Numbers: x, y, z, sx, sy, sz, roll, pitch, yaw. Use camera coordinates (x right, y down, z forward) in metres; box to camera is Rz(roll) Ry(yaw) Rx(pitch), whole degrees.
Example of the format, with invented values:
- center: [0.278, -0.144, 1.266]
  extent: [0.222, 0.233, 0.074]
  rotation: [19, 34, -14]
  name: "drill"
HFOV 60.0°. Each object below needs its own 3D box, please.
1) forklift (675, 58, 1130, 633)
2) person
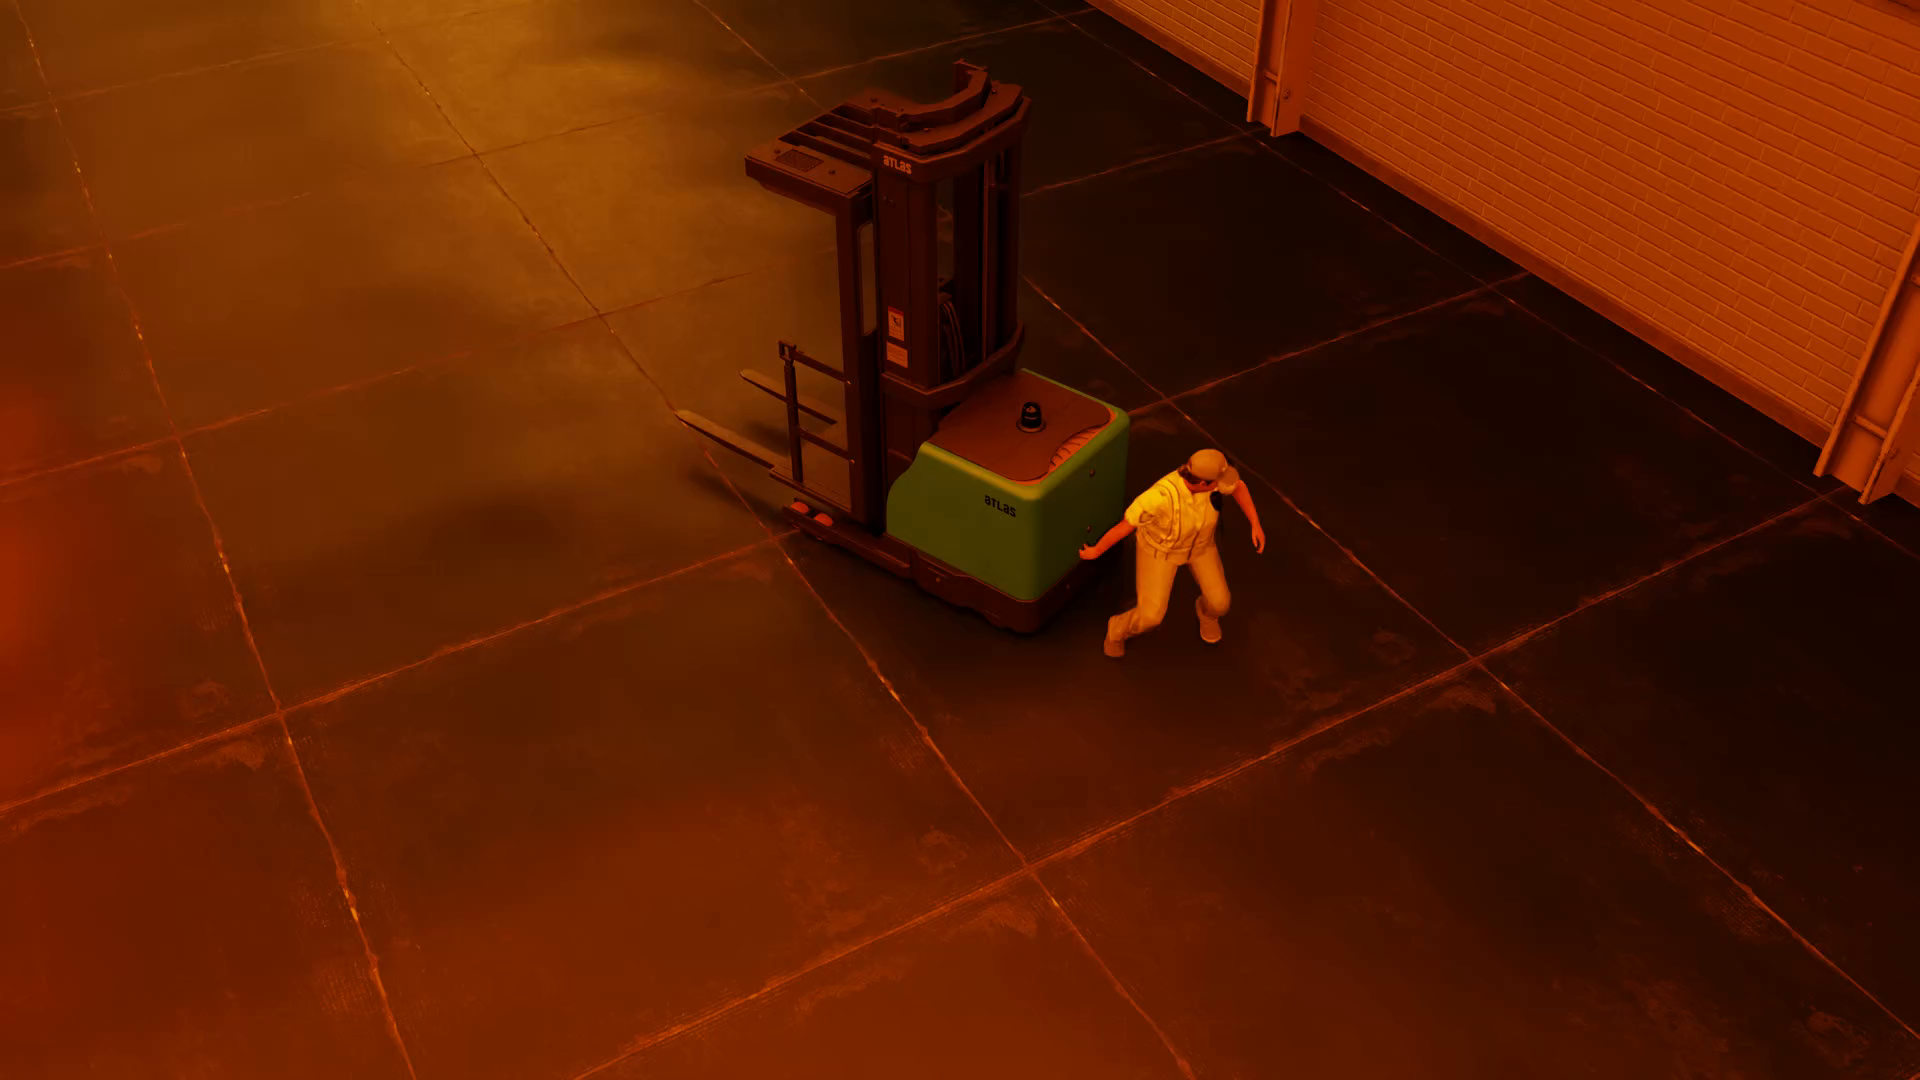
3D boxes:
- center: [-0.481, -1.366, 9.683]
  extent: [3.031, 2.935, 1.130]
  rotation: [26, 46, 28]
  name: "forklift"
- center: [1.152, 0.081, 9.133]
  extent: [0.936, 1.568, 0.520]
  rotation: [-14, 42, -16]
  name: "person"
